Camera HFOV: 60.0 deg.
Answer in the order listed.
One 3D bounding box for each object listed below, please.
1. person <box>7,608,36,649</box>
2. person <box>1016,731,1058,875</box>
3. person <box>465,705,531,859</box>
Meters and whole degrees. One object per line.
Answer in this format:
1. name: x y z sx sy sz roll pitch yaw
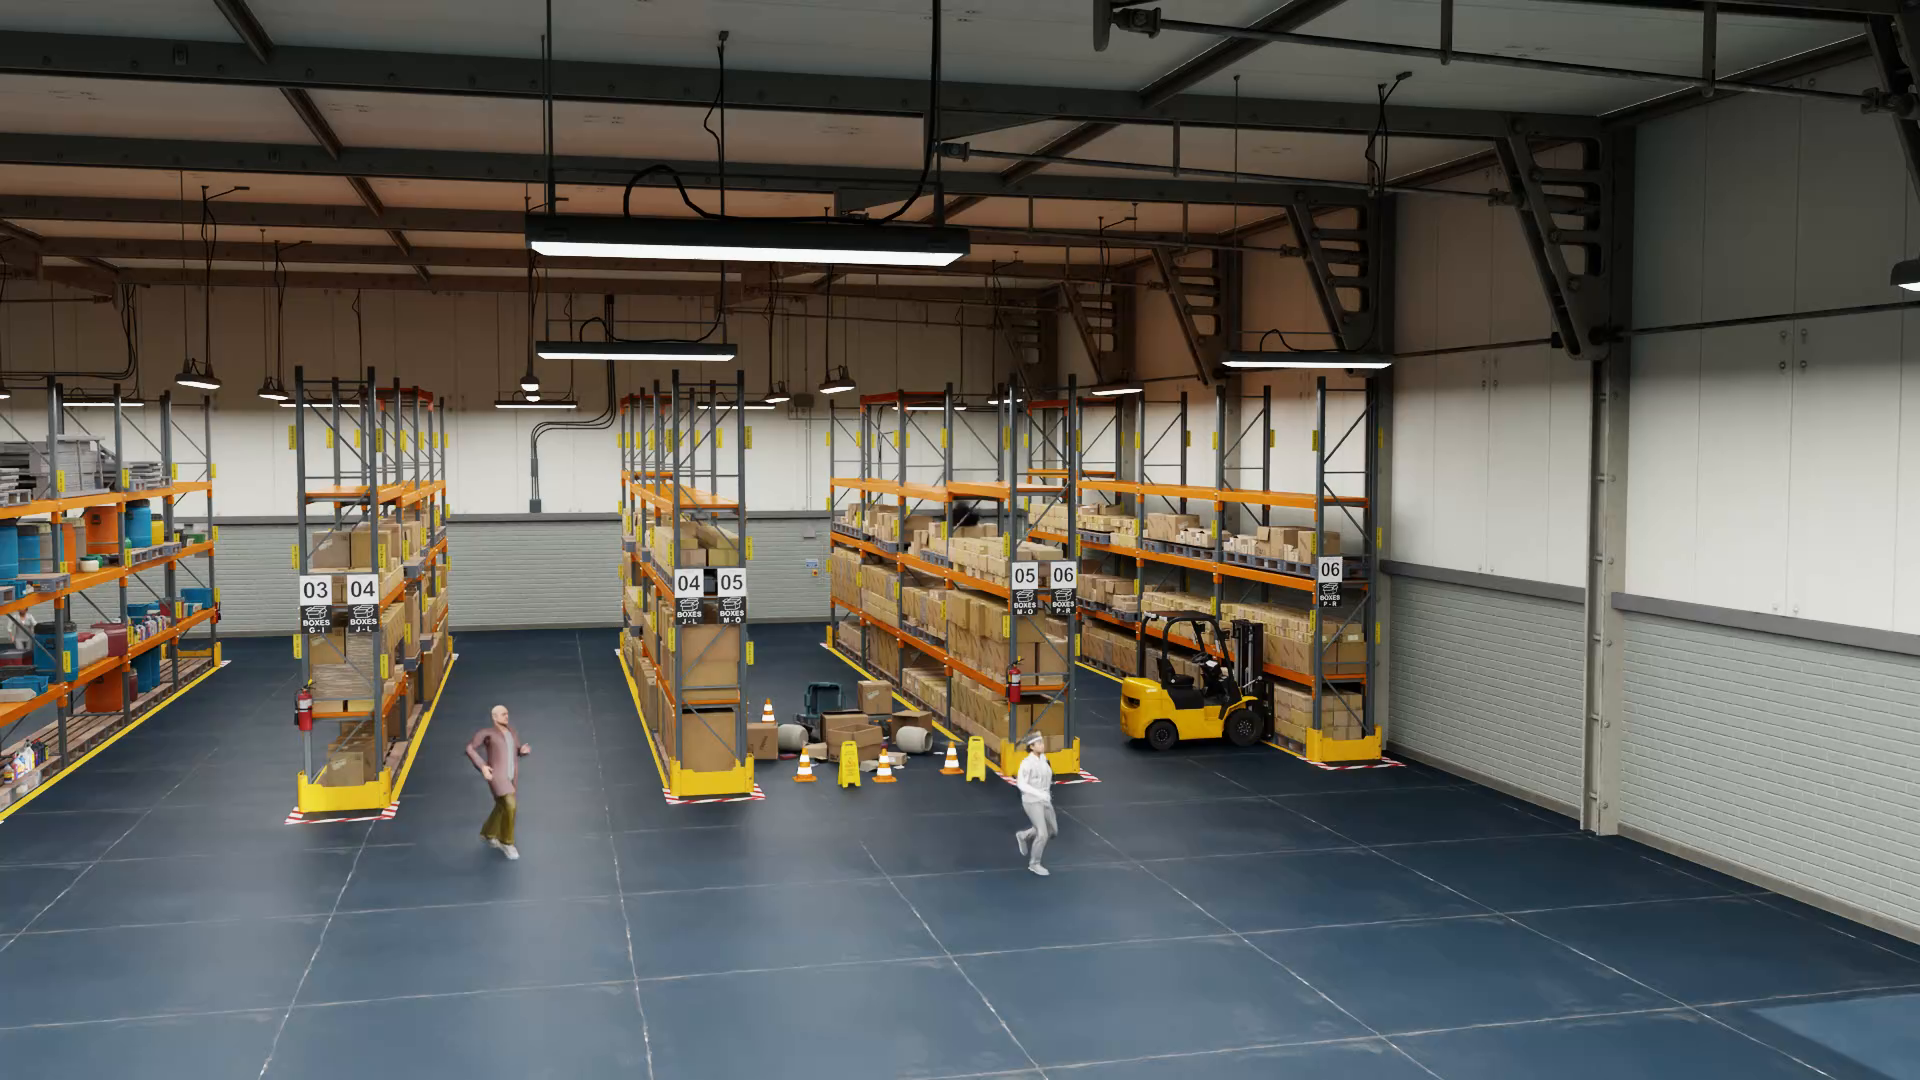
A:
1. person: -19.804 2.137 35.149 0.576 1.584 0.639 -2 4 -36
2. person: 0.872 3.033 19.292 0.579 1.664 0.652 2 4 32
3. person: -5.552 2.964 20.121 0.799 1.758 0.686 2 4 24
